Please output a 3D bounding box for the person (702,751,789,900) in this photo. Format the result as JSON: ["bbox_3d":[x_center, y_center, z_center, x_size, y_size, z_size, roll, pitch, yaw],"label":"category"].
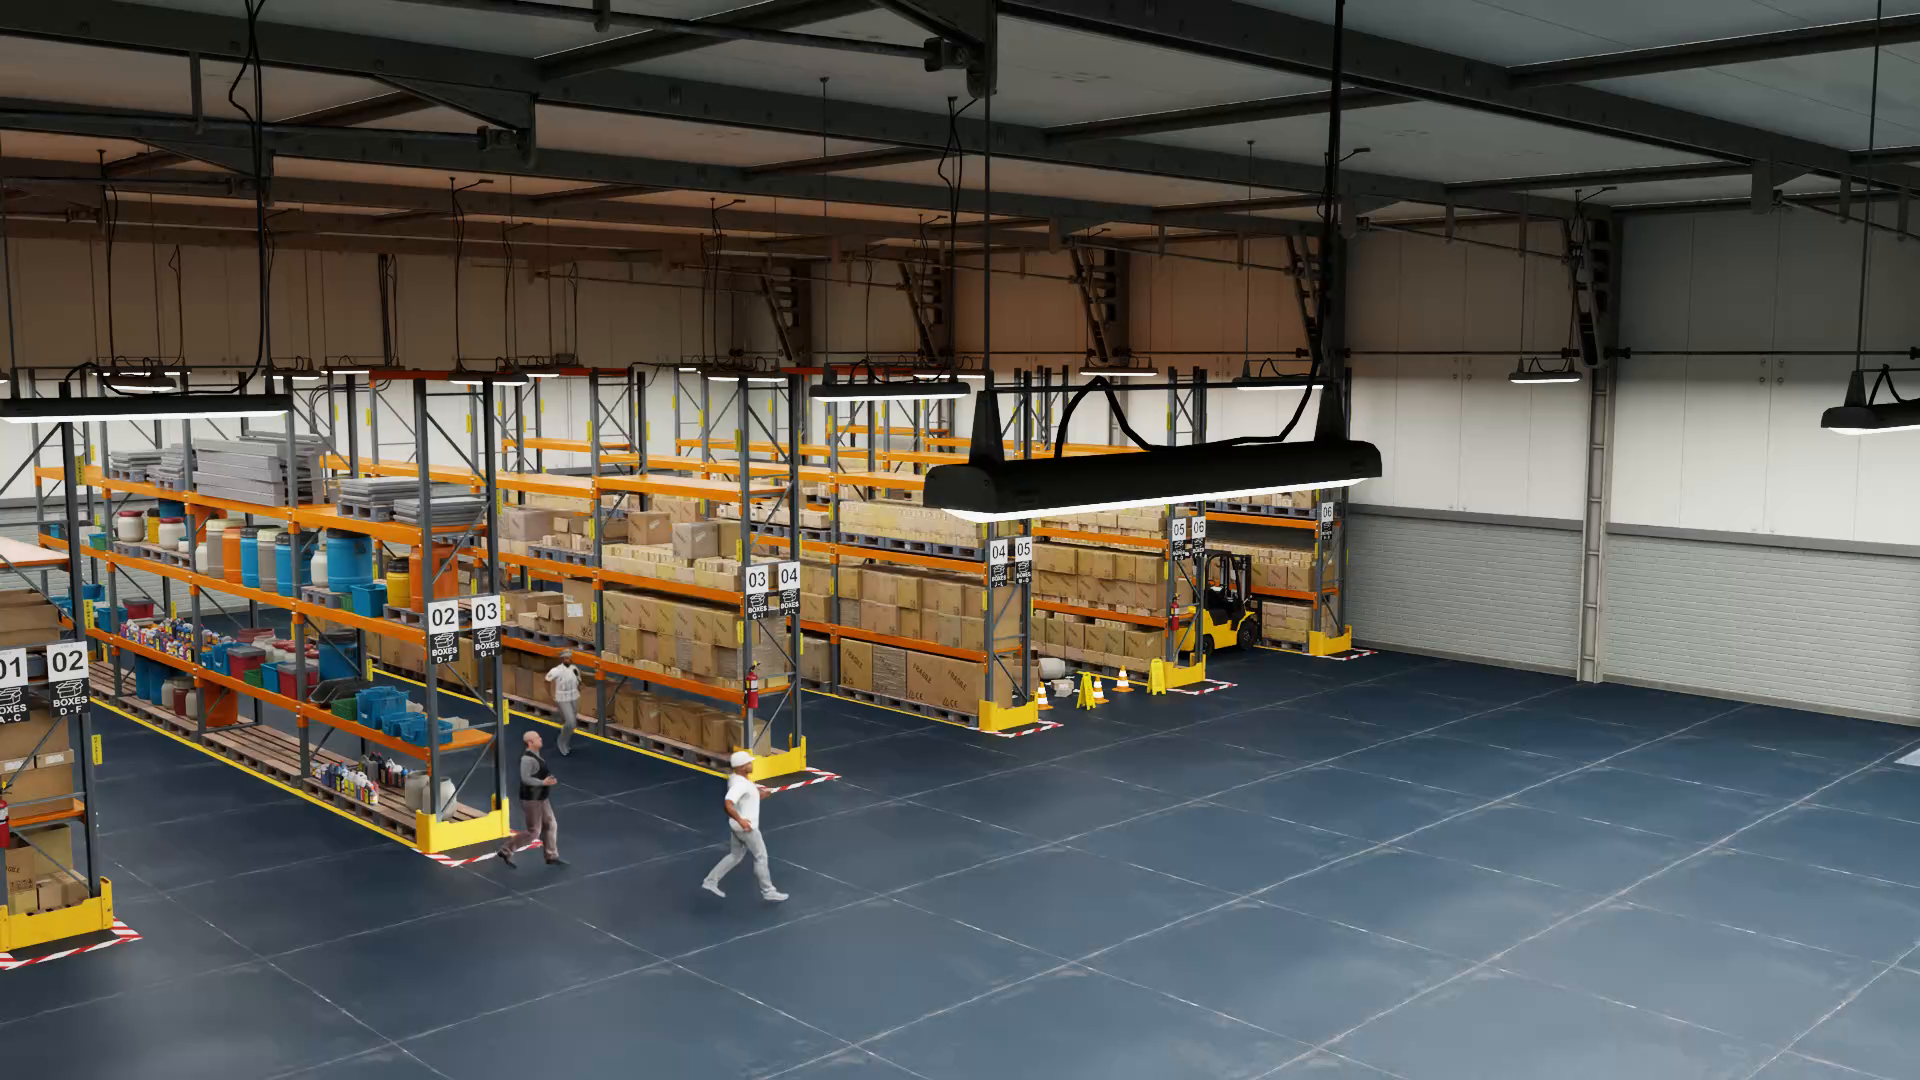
[{"bbox_3d":[-2.468,3.278,19.044,0.984,1.756,0.697,-2,7,-19],"label":"person"}]

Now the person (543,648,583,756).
[{"bbox_3d":[-6.176,2.543,26.179,0.666,1.695,0.546,5,8,39],"label":"person"}]

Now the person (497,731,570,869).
[{"bbox_3d":[-5.225,3.184,20.316,0.859,1.734,0.682,-1,7,-11],"label":"person"}]
